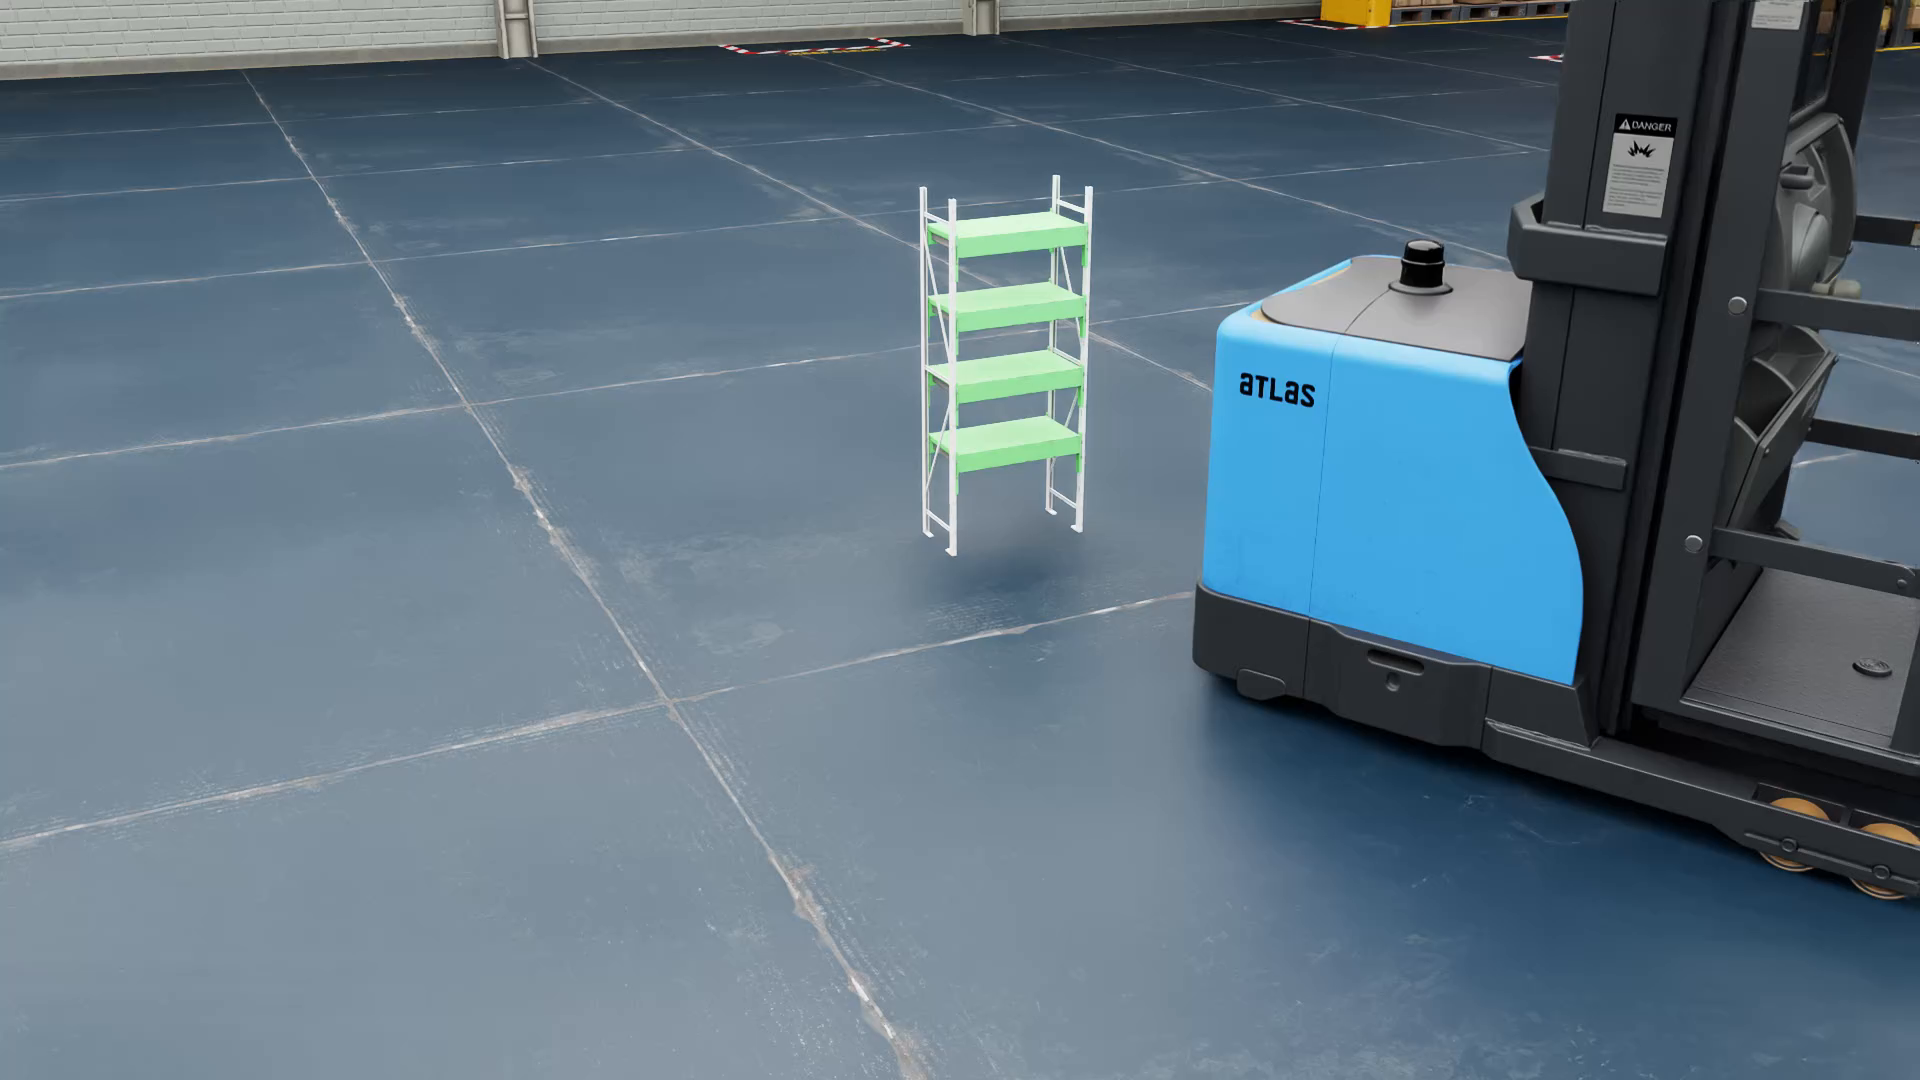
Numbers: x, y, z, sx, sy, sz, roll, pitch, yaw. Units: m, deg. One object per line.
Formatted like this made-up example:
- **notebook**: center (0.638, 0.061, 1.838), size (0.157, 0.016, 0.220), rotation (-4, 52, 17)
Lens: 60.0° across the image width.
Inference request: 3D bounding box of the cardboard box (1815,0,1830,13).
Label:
- **cardboard box**: center (9.953, -6.495, 19.585), size (0.500, 0.500, 0.500), rotation (-10, 25, -24)

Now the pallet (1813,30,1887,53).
- **pallet**: center (10.445, -6.135, 20.294), size (1.213, 0.211, 1.003), rotation (-10, 25, -24)

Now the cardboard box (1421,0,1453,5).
- **cardboard box**: center (6.600, -7.723, 23.425), size (0.500, 0.311, 0.500), rotation (-8, 24, -19)

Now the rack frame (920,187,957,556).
- **rack frame**: center (-0.071, -0.541, 5.489), size (0.015, 1.200, 0.240), rotation (-10, 25, -24)

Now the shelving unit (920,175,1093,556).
- **shelving unit**: center (0.149, -0.582, 5.587), size (0.503, 1.200, 0.258), rotation (-10, 25, -24)

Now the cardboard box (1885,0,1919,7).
- **cardboard box**: center (11.661, -6.706, 20.341), size (0.500, 0.311, 0.500), rotation (-10, 25, -23)

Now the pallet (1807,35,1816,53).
- **pallet**: center (9.345, -5.931, 19.801), size (1.213, 0.211, 1.003), rotation (-10, 25, -24)

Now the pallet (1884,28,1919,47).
- **pallet**: center (11.827, -6.388, 20.905), size (1.213, 0.211, 1.003), rotation (-10, 25, -24)

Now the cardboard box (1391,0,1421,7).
- **cardboard box**: center (6.087, -7.628, 23.197), size (0.500, 0.311, 0.500), rotation (-14, 26, -30)

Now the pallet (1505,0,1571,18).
- **pallet**: center (8.439, -7.835, 24.402), size (1.213, 0.211, 1.003), rotation (-10, 25, -24)

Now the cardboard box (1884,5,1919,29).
- **cardboard box**: center (11.651, -6.446, 20.445), size (0.500, 0.250, 0.500), rotation (-11, 25, -25)

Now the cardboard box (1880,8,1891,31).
- **cardboard box**: center (10.857, -6.312, 20.122), size (0.500, 0.250, 0.500), rotation (-10, 25, -24)

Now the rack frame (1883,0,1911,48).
- **rack frame**: center (11.180, -7.540, 20.044), size (0.127, 3.000, 1.000), rotation (-10, 25, -24)

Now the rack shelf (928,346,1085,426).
- **rack shelf**: center (0.149, -0.523, 5.611), size (0.480, 0.148, 0.258), rotation (-10, 25, -24)

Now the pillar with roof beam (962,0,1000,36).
- **pillar with roof beam**: center (2.140, -9.291, 16.429), size (0.400, 9.000, 9.100), rotation (-10, 25, -24)

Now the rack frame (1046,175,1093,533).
- **rack frame**: center (0.369, -0.622, 5.685), size (0.015, 1.200, 0.240), rotation (-10, 25, -24)

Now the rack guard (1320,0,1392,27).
- **rack guard**: center (5.493, -7.441, 23.073), size (0.348, 0.500, 1.175), rotation (-10, 25, -24)

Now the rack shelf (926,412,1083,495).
- **rack shelf**: center (0.149, -0.301, 5.703), size (0.480, 0.148, 0.258), rotation (-10, 25, -24)

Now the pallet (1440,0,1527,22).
- **pallet**: center (7.338, -7.631, 23.909), size (1.213, 0.211, 1.003), rotation (-10, 25, -24)

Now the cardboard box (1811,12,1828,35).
- **cardboard box**: center (9.958, -6.144, 19.717), size (0.500, 0.250, 0.500), rotation (-10, 25, -24)

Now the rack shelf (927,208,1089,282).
- **rack shelf**: center (0.149, -0.966, 5.428), size (0.480, 0.148, 0.258), rotation (-10, 25, -24)

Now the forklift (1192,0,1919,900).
- **forklift**: center (2.162, -0.770, 3.778), size (3.031, 2.935, 1.130), rotation (15, 27, 32)

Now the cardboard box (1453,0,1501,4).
- **cardboard box**: center (7.283, -7.915, 23.641), size (0.500, 0.500, 0.700), rotation (-12, 25, -27)

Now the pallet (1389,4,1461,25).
- **pallet**: center (6.240, -7.430, 23.424), size (1.213, 0.211, 1.003), rotation (-10, 25, -24)

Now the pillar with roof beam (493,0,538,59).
- **pillar with roof beam**: center (-3.266, -8.295, 14.025), size (0.400, 9.000, 9.100), rotation (-10, 25, -24)

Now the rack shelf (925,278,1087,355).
- **rack shelf**: center (0.149, -0.745, 5.519), size (0.480, 0.148, 0.258), rotation (-10, 25, -24)

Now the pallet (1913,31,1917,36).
- **pallet**: center (12.928, -6.592, 21.398), size (1.213, 0.211, 1.003), rotation (-10, 25, -24)
